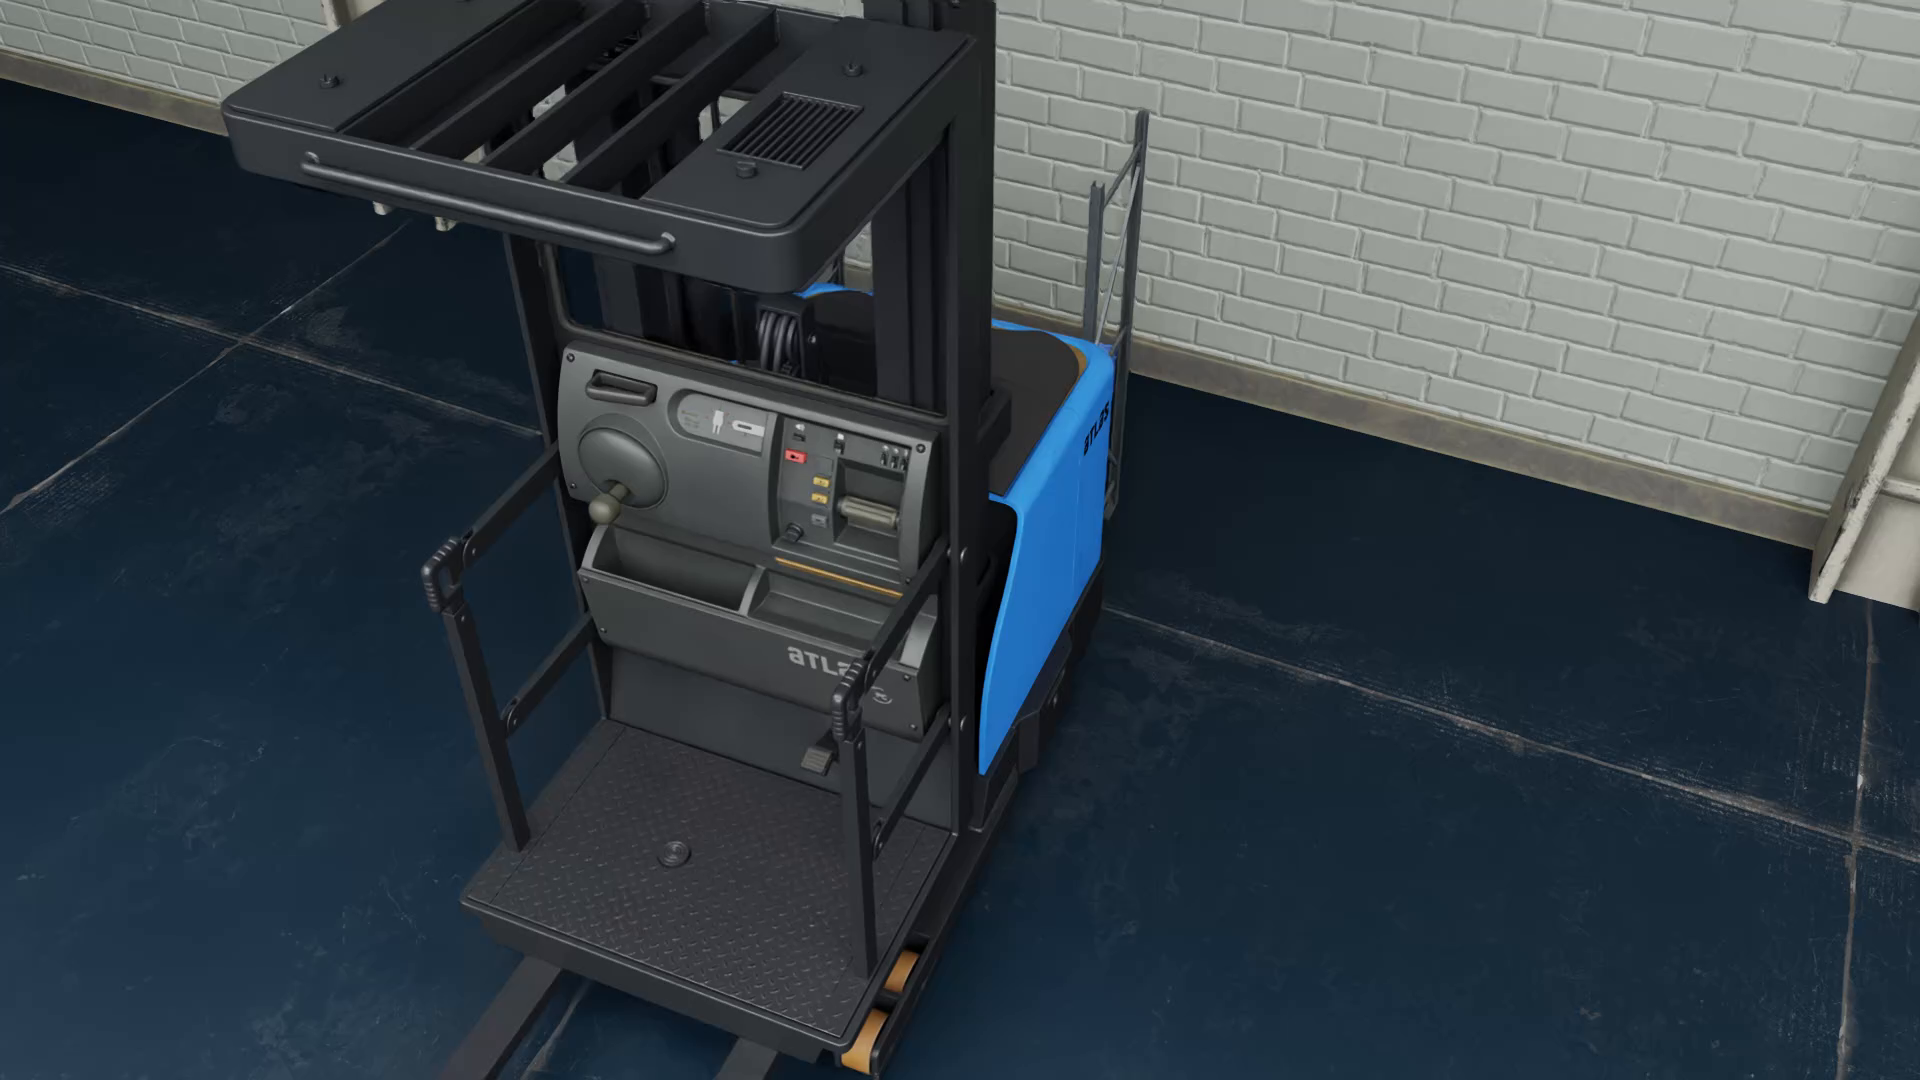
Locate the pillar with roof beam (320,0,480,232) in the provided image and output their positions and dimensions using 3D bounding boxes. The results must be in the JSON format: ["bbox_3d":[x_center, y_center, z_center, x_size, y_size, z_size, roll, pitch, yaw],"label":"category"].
[{"bbox_3d":[-4.196,-2.347,1.587,0.400,9.000,9.100,17,44,19],"label":"pillar with roof beam"}]

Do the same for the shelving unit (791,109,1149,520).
[{"bbox_3d":[-0.016,-0.671,5.379,1.048,1.500,0.538,14,43,15],"label":"shelving unit"}]

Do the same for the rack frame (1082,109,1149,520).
[{"bbox_3d":[0.460,-0.555,5.245,0.032,1.500,0.500,14,43,15],"label":"rack frame"}]

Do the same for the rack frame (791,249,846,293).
[{"bbox_3d":[-0.492,-0.787,5.513,0.032,1.500,0.500,14,43,15],"label":"rack frame"}]

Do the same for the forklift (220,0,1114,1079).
[{"bbox_3d":[-0.580,-0.086,3.611,1.130,2.935,3.031,15,43,17],"label":"forklift"}]

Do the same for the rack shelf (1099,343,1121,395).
[{"bbox_3d":[-0.016,-0.535,5.497,1.000,0.185,0.538,14,43,15],"label":"rack shelf"}]
